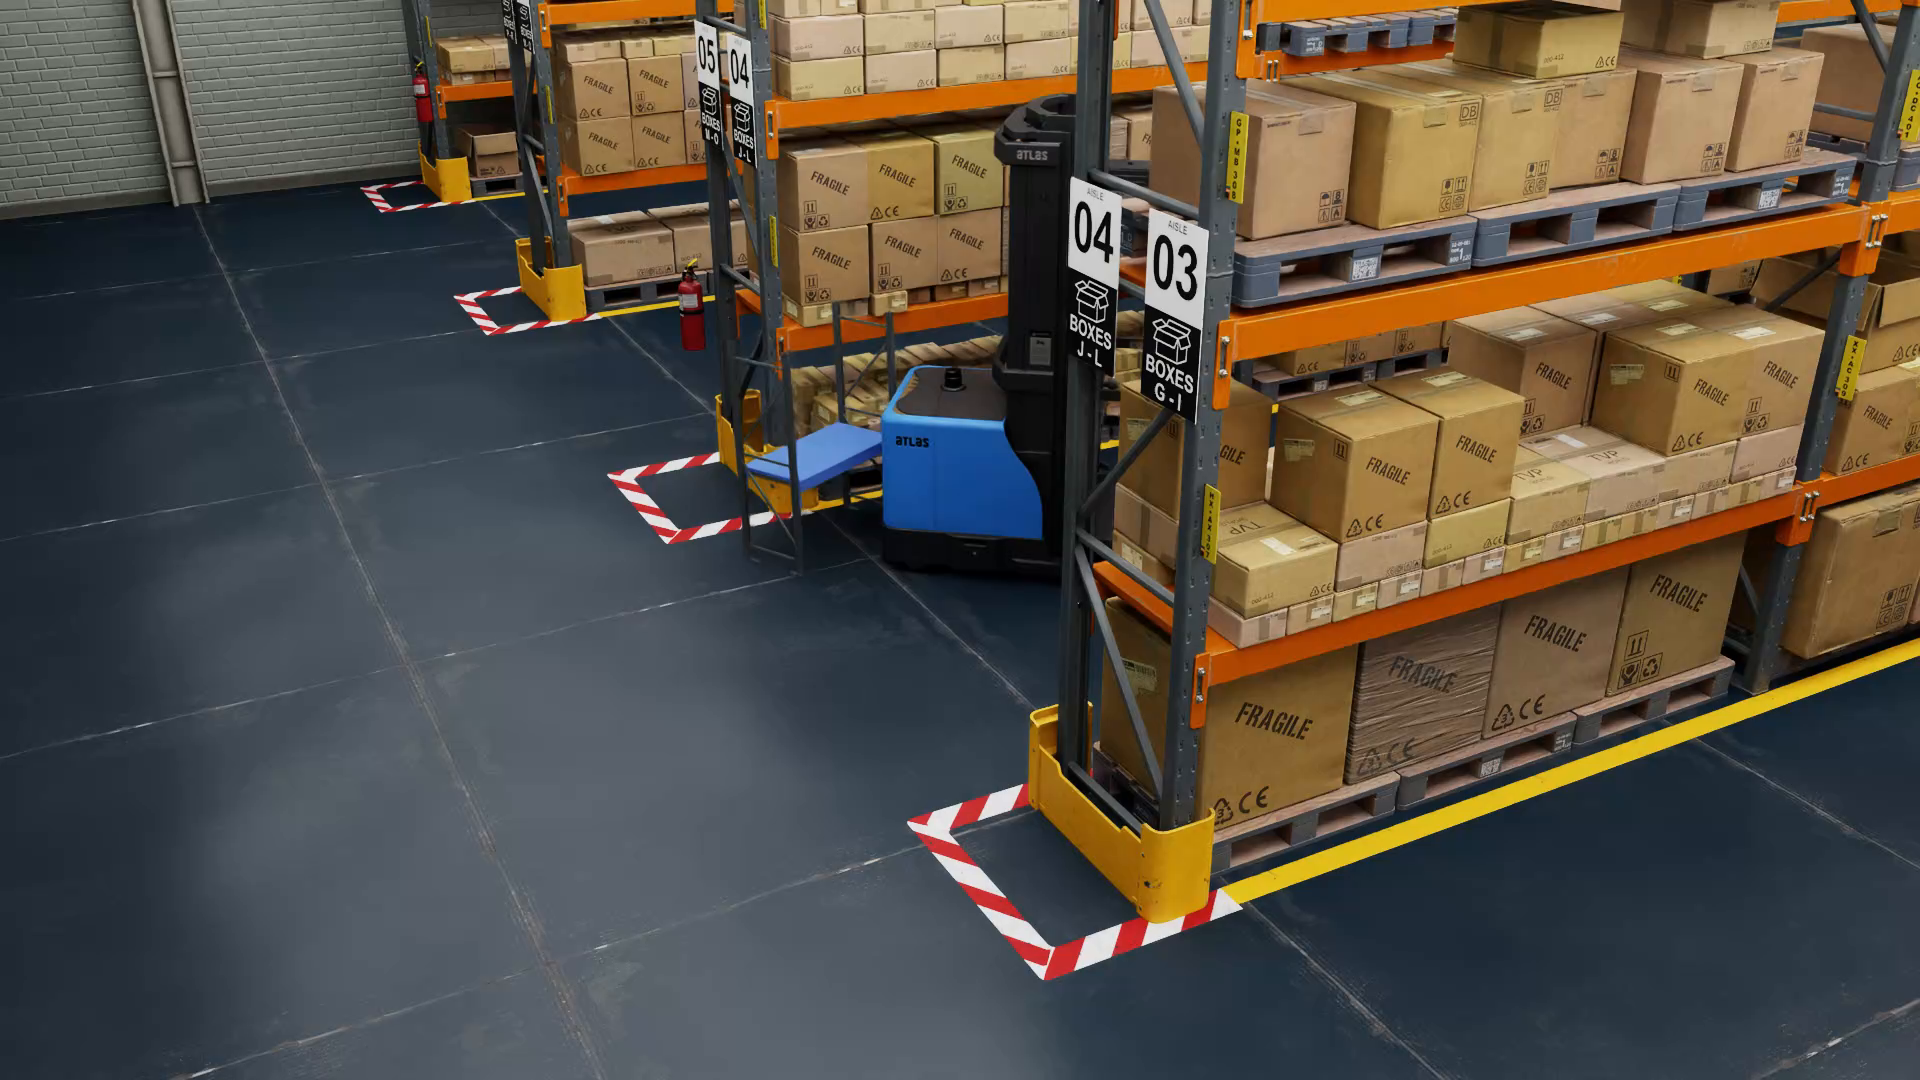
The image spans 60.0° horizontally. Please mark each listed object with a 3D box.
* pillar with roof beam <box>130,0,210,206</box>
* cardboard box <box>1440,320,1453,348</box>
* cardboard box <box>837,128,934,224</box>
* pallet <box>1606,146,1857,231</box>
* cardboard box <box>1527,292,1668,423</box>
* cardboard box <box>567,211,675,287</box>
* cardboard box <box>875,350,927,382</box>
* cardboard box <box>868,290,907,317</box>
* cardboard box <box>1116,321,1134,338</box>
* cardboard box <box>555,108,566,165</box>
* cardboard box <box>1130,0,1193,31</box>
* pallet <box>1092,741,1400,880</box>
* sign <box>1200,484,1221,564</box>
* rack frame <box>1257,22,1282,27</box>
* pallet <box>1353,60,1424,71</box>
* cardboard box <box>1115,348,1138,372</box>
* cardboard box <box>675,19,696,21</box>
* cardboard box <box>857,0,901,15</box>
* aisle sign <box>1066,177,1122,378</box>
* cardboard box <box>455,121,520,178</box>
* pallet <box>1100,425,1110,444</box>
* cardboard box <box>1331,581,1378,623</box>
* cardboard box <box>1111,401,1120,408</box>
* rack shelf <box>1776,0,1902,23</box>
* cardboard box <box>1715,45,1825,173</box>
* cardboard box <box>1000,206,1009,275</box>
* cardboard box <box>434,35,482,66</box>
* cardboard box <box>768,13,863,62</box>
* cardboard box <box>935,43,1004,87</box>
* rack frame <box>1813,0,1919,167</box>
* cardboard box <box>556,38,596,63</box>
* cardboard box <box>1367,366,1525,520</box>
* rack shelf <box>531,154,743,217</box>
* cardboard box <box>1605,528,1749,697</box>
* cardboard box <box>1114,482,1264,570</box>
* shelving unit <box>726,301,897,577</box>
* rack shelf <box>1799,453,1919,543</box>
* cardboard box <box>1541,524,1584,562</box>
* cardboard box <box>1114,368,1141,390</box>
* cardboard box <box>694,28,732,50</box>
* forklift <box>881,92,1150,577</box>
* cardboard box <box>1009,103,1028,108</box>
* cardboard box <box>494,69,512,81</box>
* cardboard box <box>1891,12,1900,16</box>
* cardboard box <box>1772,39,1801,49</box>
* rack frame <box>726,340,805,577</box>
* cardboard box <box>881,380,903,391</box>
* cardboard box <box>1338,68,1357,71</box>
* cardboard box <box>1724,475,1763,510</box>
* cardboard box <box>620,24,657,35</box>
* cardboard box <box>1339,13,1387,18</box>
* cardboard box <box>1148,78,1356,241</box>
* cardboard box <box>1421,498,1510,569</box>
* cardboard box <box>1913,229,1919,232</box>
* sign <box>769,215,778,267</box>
[{"bbox_3d":[-7.007,-6.386,14.155,0.400,9.000,9.100,-13,29,-25],"label":"pillar with roof beam"},{"bbox_3d":[4.210,-2.006,14.365,0.500,0.500,0.500,-14,29,-27],"label":"cardboard box"},{"bbox_3d":[-0.509,-2.491,11.359,0.500,0.500,0.500,-12,28,-24],"label":"cardboard box"},{"bbox_3d":[3.575,-1.816,8.203,1.213,0.211,1.003,-13,29,-25],"label":"pallet"},{"bbox_3d":[3.321,-0.973,8.775,0.500,0.500,0.500,-13,29,-25],"label":"cardboard box"},{"bbox_3d":[-3.355,-2.843,16.181,0.875,0.438,0.875,-14,29,-27],"label":"cardboard box"},{"bbox_3d":[-0.449,-1.302,12.618,0.250,0.149,0.380,-14,29,-27],"label":"cardboard box"},{"bbox_3d":[-0.565,-1.696,11.607,0.250,0.149,0.380,-14,29,-27],"label":"cardboard box"},{"bbox_3d":[1.185,-1.658,13.360,0.250,0.149,0.380,-13,29,-26],"label":"cardboard box"},{"bbox_3d":[-3.590,-3.880,15.751,0.500,0.500,0.500,-13,28,-25],"label":"cardboard box"},{"bbox_3d":[1.305,-3.798,11.825,0.500,0.250,0.500,-14,29,-27],"label":"cardboard box"},{"bbox_3d":[1.441,1.213,8.480,1.213,0.211,1.003,-13,29,-25],"label":"pallet"},{"bbox_3d":[1.028,-0.064,6.826,0.005,0.325,0.100,-13,29,-25],"label":"sign"},{"bbox_3d":[2.057,-5.285,11.861,0.127,3.000,1.000,-13,29,-25],"label":"rack frame"},{"bbox_3d":[4.896,-5.598,19.665,1.213,0.211,1.003,-13,29,-25],"label":"pallet"},{"bbox_3d":[1.177,-1.438,12.900,0.250,0.149,0.380,-12,28,-23],"label":"cardboard box"},{"bbox_3d":[-3.264,-6.414,20.974,0.500,0.250,0.500,-13,29,-26],"label":"cardboard box"},{"bbox_3d":[-0.572,-3.507,10.759,0.250,0.149,0.380,-13,29,-25],"label":"cardboard box"},{"bbox_3d":[0.568,-1.123,7.120,0.004,0.787,0.394,-13,29,-25],"label":"aisle sign"},{"bbox_3d":[-5.645,-4.683,19.938,0.637,0.503,0.797,-14,29,-27],"label":"cardboard box"},{"bbox_3d":[0.403,-0.923,12.929,1.213,0.211,1.003,-13,29,-25],"label":"pallet"},{"bbox_3d":[1.692,0.210,7.636,0.250,0.149,0.380,-14,29,-26],"label":"cardboard box"},{"bbox_3d":[1.110,-1.168,13.026,0.250,0.149,0.380,-14,29,-26],"label":"cardboard box"},{"bbox_3d":[7.351,-4.831,15.212,4.000,0.370,1.077,-13,29,-25],"label":"rack shelf"},{"bbox_3d":[3.640,-2.115,8.008,0.500,0.500,0.700,-15,29,-28],"label":"cardboard box"},{"bbox_3d":[0.399,-2.251,12.014,0.500,0.500,0.500,-14,29,-26],"label":"cardboard box"},{"bbox_3d":[-5.949,-5.793,19.679,0.500,0.250,0.500,-12,28,-24],"label":"cardboard box"},{"bbox_3d":[-0.954,-3.268,10.722,0.500,0.250,0.500,-13,28,-24],"label":"cardboard box"},{"bbox_3d":[-0.041,-3.260,11.282,0.500,0.250,0.500,-14,29,-27],"label":"cardboard box"},{"bbox_3d":[4.302,-3.371,7.873,0.127,3.000,1.000,-13,29,-25],"label":"rack frame"},{"bbox_3d":[-3.447,-4.391,14.910,0.250,0.149,0.380,-12,28,-24],"label":"cardboard box"},{"bbox_3d":[2.219,-0.460,7.706,0.500,0.500,0.500,-14,29,-26],"label":"cardboard box"},{"bbox_3d":[-2.126,-3.719,16.362,4.000,0.370,1.077,-13,29,-25],"label":"rack shelf"},{"bbox_3d":[3.682,0.206,9.324,0.875,0.875,0.875,-13,29,-25],"label":"cardboard box"},{"bbox_3d":[1.075,-0.118,7.860,0.500,0.250,0.500,-13,29,-26],"label":"cardboard box"},{"bbox_3d":[-0.928,-0.681,10.918,0.538,1.500,1.048,16,30,33],"label":"shelving unit"},{"bbox_3d":[6.067,-0.749,10.176,4.000,0.370,1.077,-13,29,-25],"label":"rack shelf"},{"bbox_3d":[2.828,-0.052,8.184,0.250,0.149,0.380,-13,28,-24],"label":"cardboard box"},{"bbox_3d":[1.200,-1.299,12.954,0.250,0.149,0.380,-13,28,-25],"label":"cardboard box"},{"bbox_3d":[-2.296,-4.650,15.448,0.250,0.149,0.380,-13,28,-25],"label":"cardboard box"},{"bbox_3d":[1.056,-1.230,10.424,3.031,2.935,1.130,4,26,9],"label":"forklift"},{"bbox_3d":[0.635,-3.010,12.439,0.500,0.500,0.500,-12,28,-24],"label":"cardboard box"},{"bbox_3d":[-5.392,-5.516,19.564,0.250,0.149,0.380,-13,29,-26],"label":"cardboard box"},{"bbox_3d":[9.888,-4.983,16.742,0.550,0.550,0.875,-13,29,-25],"label":"cardboard box"},{"bbox_3d":[7.782,-4.394,15.666,0.500,0.500,0.700,-13,28,-25],"label":"cardboard box"},{"bbox_3d":[-1.228,-0.504,10.549,0.500,1.500,0.032,16,30,33],"label":"rack frame"},{"bbox_3d":[-0.381,-1.020,12.030,0.250,0.149,0.380,-13,29,-25],"label":"cardboard box"},{"bbox_3d":[4.323,-5.468,18.978,0.250,0.149,0.380,-13,28,-25],"label":"cardboard box"},{"bbox_3d":[3.960,-0.313,8.726,0.250,0.149,0.380,-12,28,-24],"label":"cardboard box"},{"bbox_3d":[-3.026,-4.755,15.668,0.250,0.149,0.380,-12,28,-24],"label":"cardboard box"},{"bbox_3d":[2.932,-4.181,12.645,0.500,0.311,0.500,-13,29,-26],"label":"cardboard box"},{"bbox_3d":[1.206,-1.609,6.955,0.500,0.500,0.700,-15,29,-28],"label":"cardboard box"},{"bbox_3d":[2.224,-0.122,7.868,0.500,0.250,0.500,-14,29,-27],"label":"cardboard box"},{"bbox_3d":[6.014,-1.565,9.768,0.637,0.503,0.797,-12,28,-23],"label":"cardboard box"},{"bbox_3d":[-1.217,-1.949,10.844,0.005,0.325,0.100,-13,29,-25],"label":"sign"}]
